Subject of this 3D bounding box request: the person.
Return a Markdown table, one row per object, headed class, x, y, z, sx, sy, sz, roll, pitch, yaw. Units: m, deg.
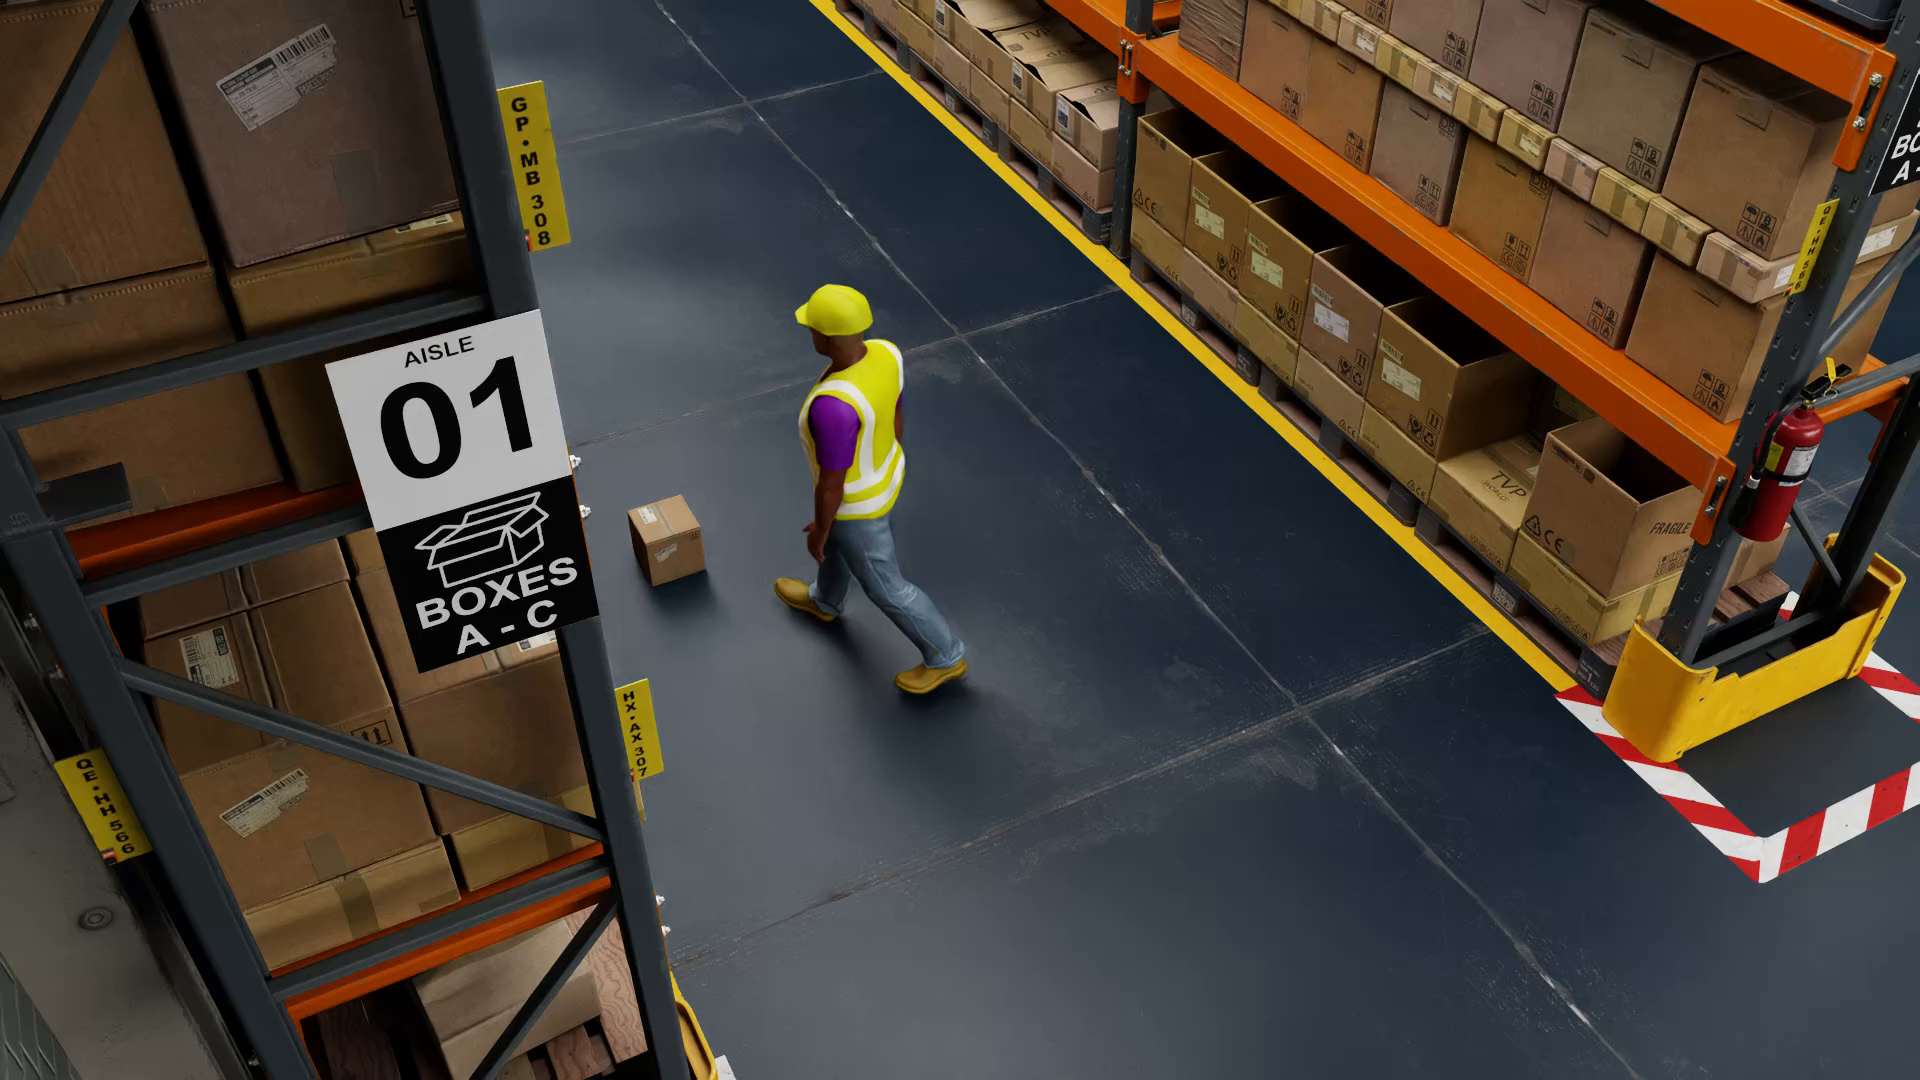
| class | x | y | z | sx | sy | sz | roll | pitch | yaw |
| --- | --- | --- | --- | --- | --- | --- | --- | --- | --- |
| person | -0.398 | -0.194 | 6.374 | 0.923 | 1.746 | 0.585 | 10 | 42 | 11 |
